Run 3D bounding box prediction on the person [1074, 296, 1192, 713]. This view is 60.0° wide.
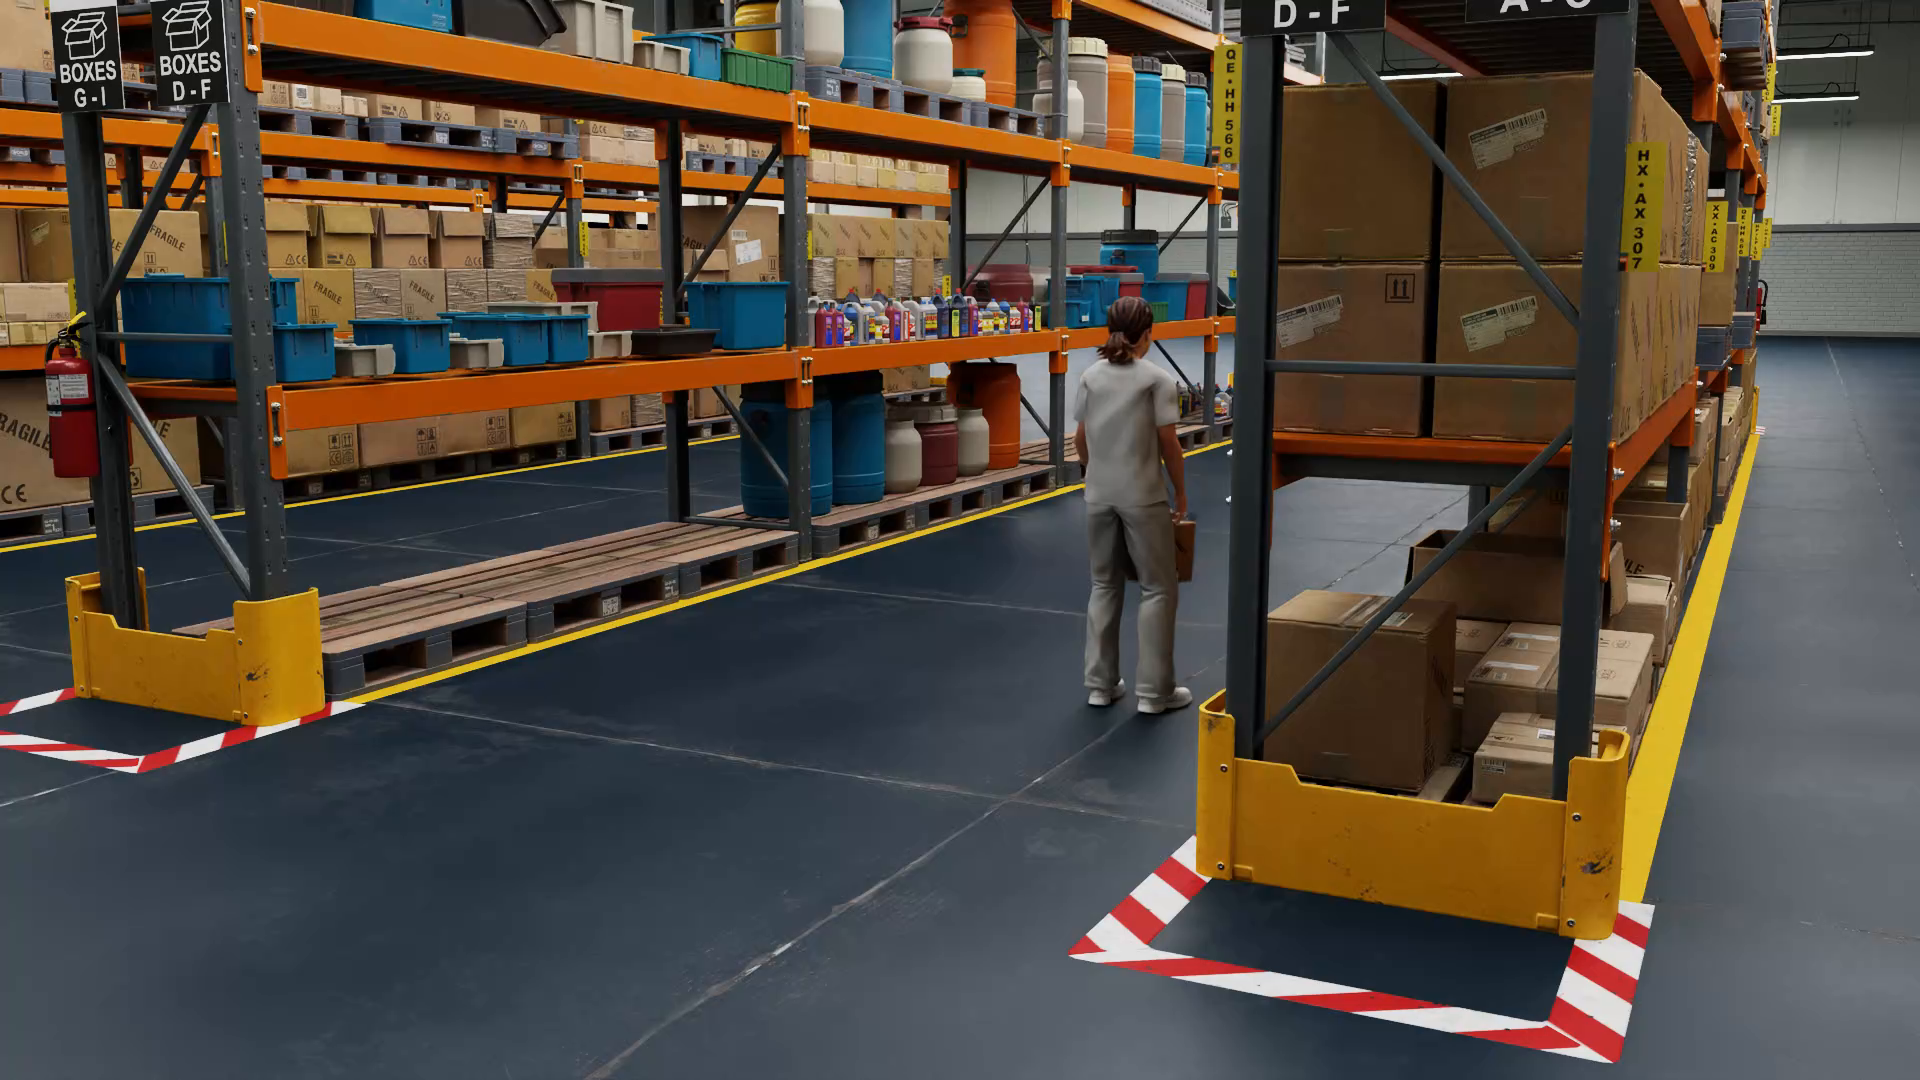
[{"bbox_3d":[0.691,-0.027,6.795,0.471,1.433,0.362,6,11,32],"label":"person"}]
